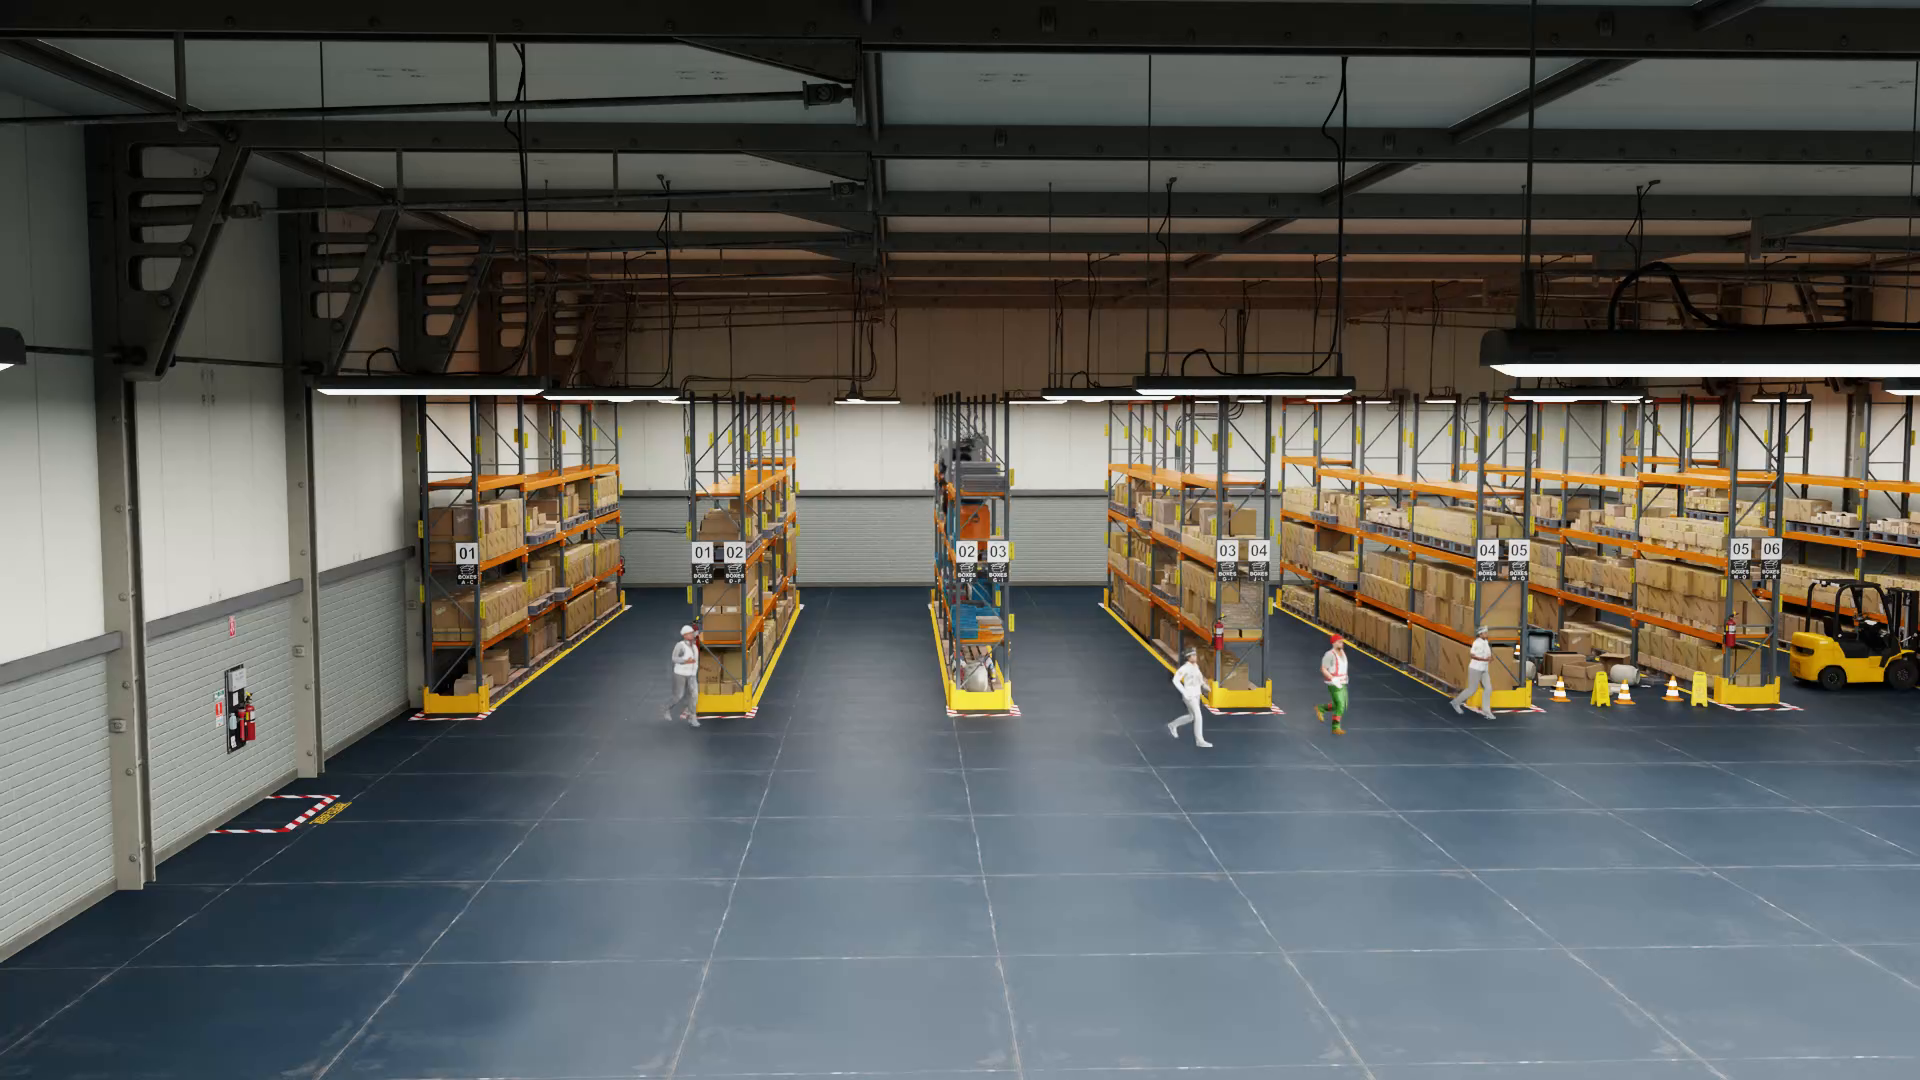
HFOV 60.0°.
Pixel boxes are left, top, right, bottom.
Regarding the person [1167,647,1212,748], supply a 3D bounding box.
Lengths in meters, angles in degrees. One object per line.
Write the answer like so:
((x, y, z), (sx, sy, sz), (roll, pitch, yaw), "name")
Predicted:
((3.875, 2.631, 28.044), (0.857, 1.665, 0.643), (3, 6, 35), "person")

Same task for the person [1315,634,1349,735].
((6.526, 2.514, 29.200), (0.665, 1.763, 0.665), (-5, 6, -45), "person")

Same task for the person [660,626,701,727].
((-4.961, 2.436, 30.002), (0.882, 1.791, 0.668), (3, 6, 37), "person")

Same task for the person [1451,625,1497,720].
((9.563, 2.420, 30.725), (0.856, 1.710, 0.590), (4, 6, 43), "person")
